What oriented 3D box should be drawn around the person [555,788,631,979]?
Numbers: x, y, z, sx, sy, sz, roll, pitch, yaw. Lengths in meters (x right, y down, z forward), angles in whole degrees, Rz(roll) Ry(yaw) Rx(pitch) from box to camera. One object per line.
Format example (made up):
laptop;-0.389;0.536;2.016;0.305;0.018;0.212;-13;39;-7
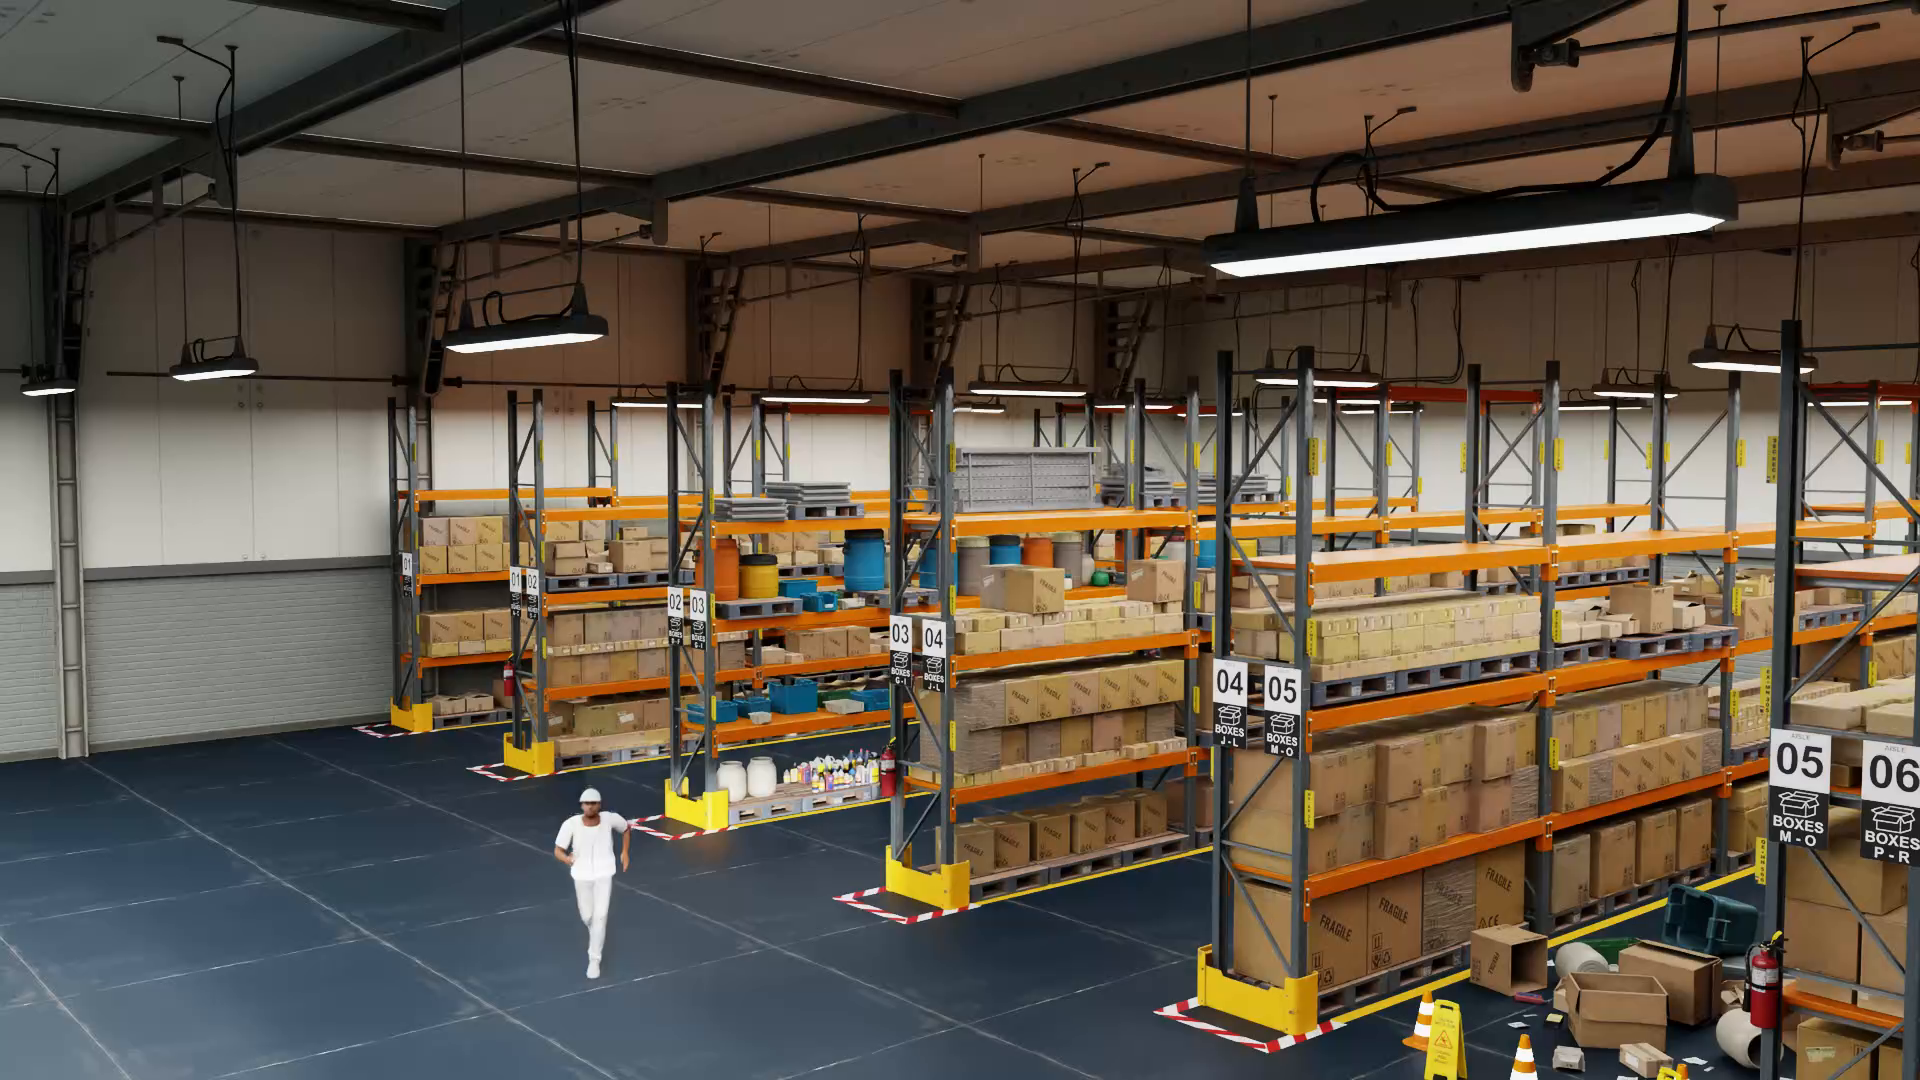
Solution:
person;-3.626;3.340;16.439;0.731;1.809;0.930;-1;3;-10
